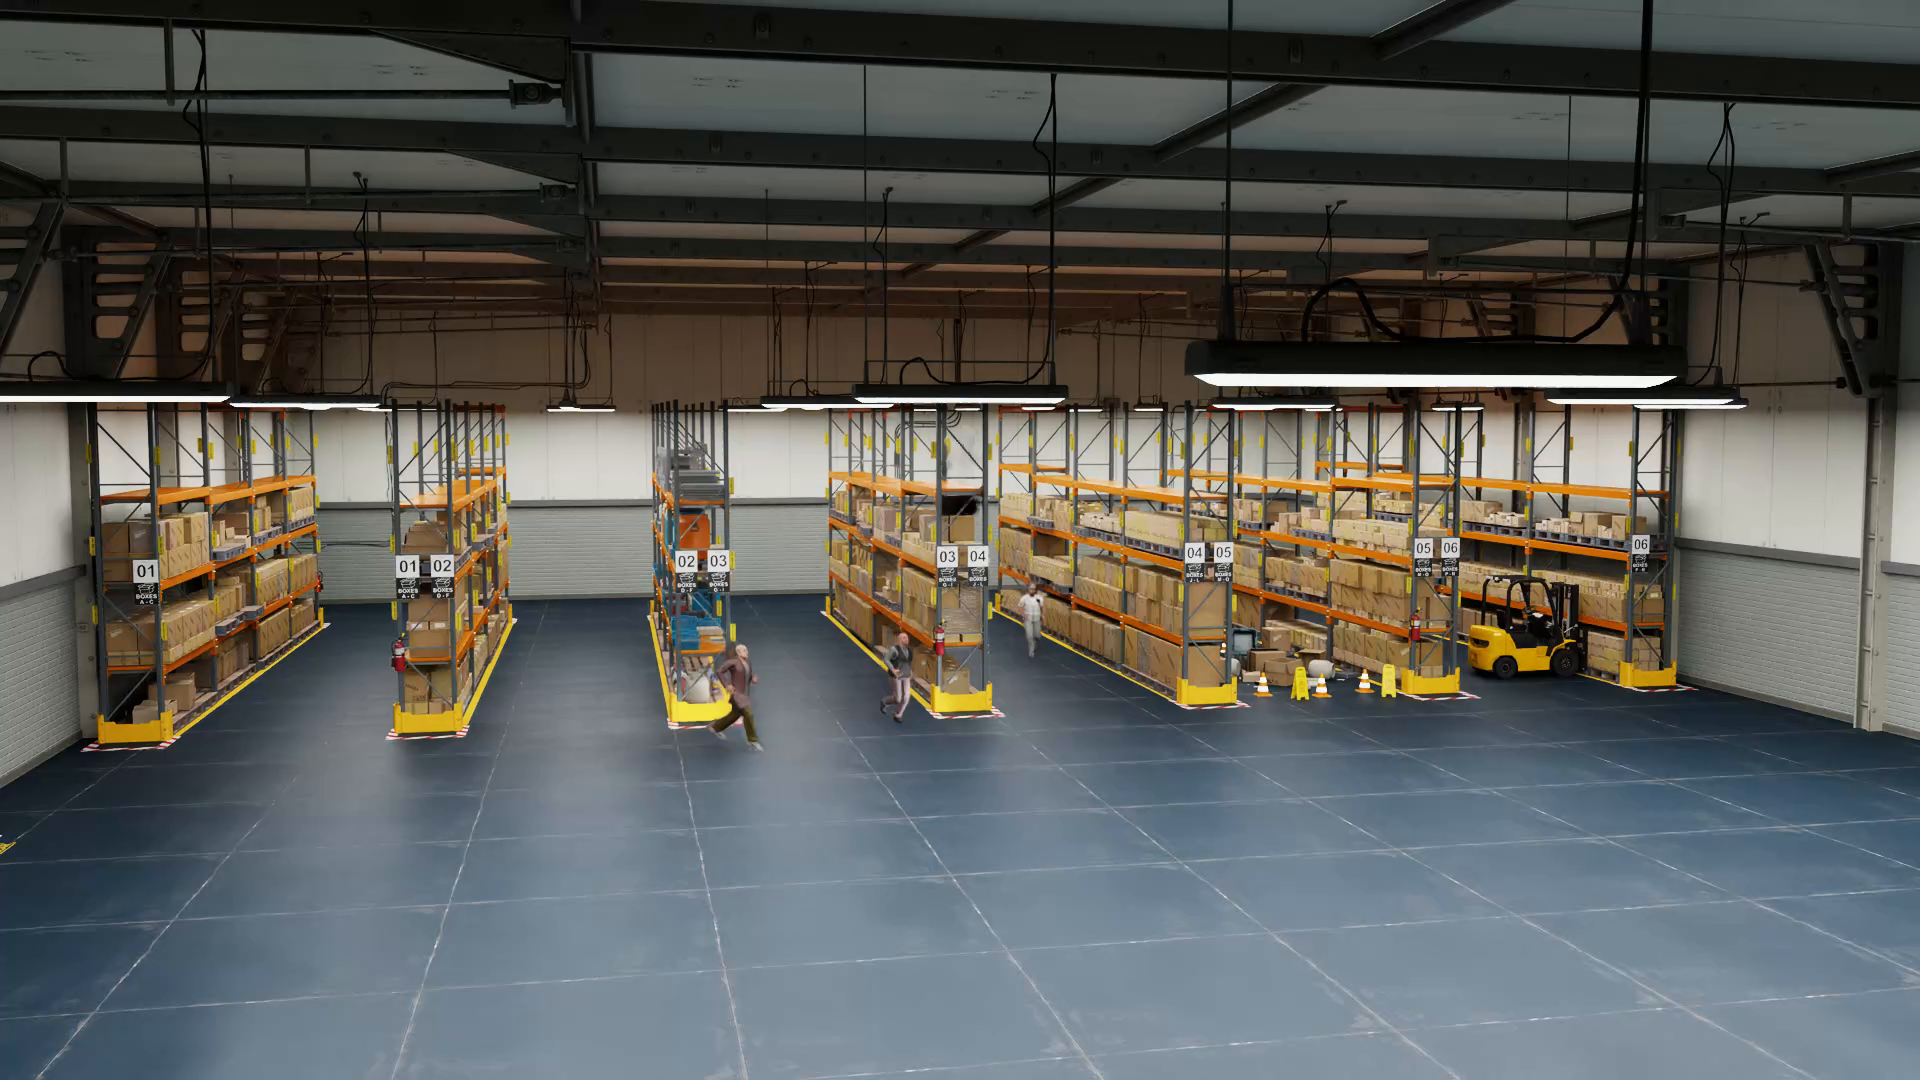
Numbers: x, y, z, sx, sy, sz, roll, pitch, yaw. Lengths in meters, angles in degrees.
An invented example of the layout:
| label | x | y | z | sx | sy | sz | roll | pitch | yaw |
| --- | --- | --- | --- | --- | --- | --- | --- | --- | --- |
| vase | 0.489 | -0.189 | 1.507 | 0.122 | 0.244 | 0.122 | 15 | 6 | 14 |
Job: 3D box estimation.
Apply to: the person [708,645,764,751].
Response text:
| label | x | y | z | sx | sy | sz | roll | pitch | yaw |
| --- | --- | --- | --- | --- | --- | --- | --- | --- | --- |
| person | -3.829 | 2.706 | 28.562 | 1.111 | 1.841 | 0.669 | 1 | 5 | 19 |

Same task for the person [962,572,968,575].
| label | x | y | z | sx | sy | sz | roll | pitch | yaw |
| --- | --- | --- | --- | --- | --- | --- | --- | --- | --- |
| person | 0.107 | 1.610 | 43.833 | 0.600 | 1.647 | 0.605 | -1 | 5 | -17 |

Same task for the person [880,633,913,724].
| label | x | y | z | sx | sy | sz | roll | pitch | yaw |
| --- | --- | --- | --- | --- | --- | --- | --- | --- | --- |
| person | -1.148 | 2.574 | 31.136 | 0.665 | 1.688 | 0.641 | -4 | 6 | -40 |

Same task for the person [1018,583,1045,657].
| label | x | y | z | sx | sy | sz | roll | pitch | yaw |
| --- | --- | --- | --- | --- | --- | --- | --- | --- | --- |
| person | 1.712 | 1.884 | 39.567 | 0.665 | 1.746 | 0.578 | 0 | 4 | -6 |
